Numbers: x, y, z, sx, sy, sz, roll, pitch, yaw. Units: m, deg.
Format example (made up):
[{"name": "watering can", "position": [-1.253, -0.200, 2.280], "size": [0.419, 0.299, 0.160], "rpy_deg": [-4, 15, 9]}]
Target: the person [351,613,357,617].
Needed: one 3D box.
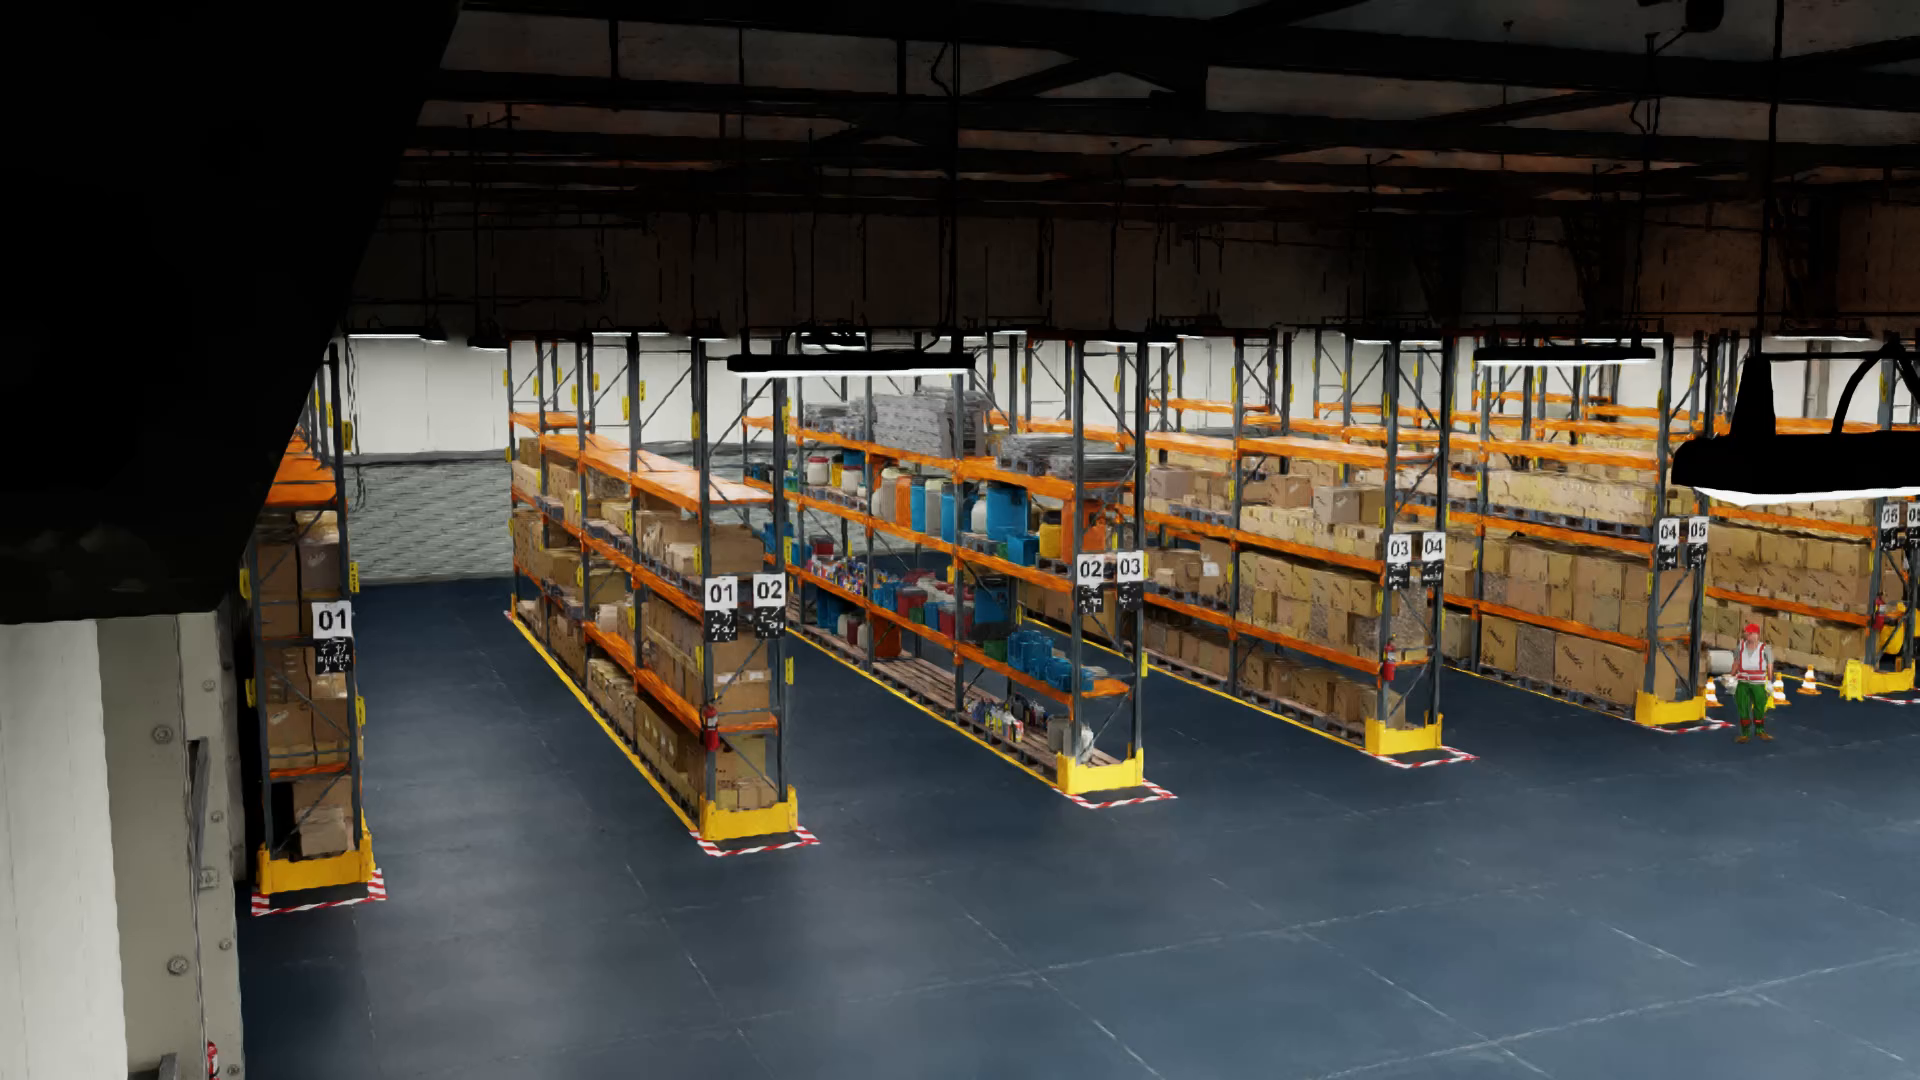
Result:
[{"name": "person", "position": [-12.942, 0.822, 34.385], "size": [0.558, 1.672, 0.700], "rpy_deg": [1, 8, 11]}]

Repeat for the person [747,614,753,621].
[{"name": "person", "position": [-4.105, 1.340, 30.423], "size": [0.567, 1.736, 1.044], "rpy_deg": [-3, 8, -23]}]

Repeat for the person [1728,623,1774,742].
[{"name": "person", "position": [11.780, 2.105, 24.725], "size": [0.642, 1.781, 0.542], "rpy_deg": [6, 10, 37]}]
